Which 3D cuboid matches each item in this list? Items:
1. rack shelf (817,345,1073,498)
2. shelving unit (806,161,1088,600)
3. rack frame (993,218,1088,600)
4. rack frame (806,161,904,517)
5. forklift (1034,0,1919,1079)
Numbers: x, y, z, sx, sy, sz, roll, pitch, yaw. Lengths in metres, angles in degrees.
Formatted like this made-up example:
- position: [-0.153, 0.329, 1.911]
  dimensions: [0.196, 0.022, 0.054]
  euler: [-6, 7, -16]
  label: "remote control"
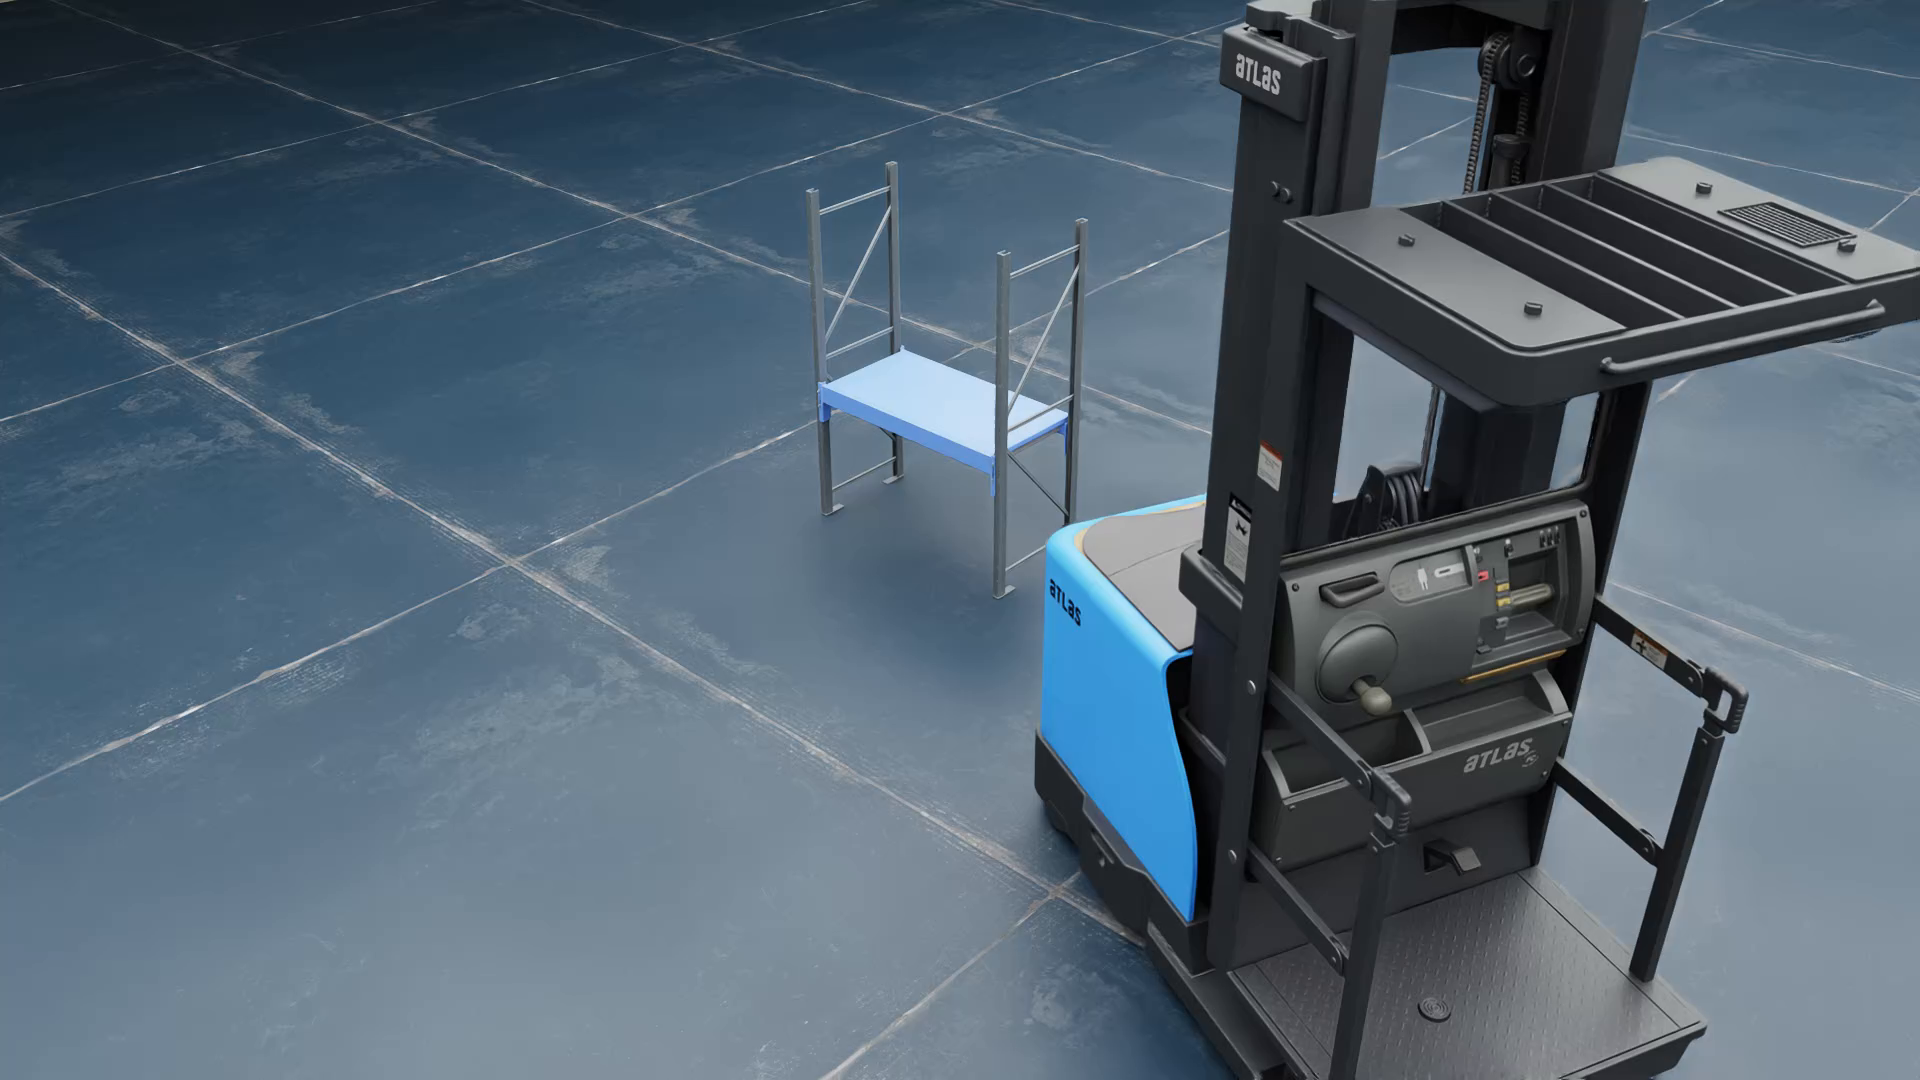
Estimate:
- position: [-0.063, -0.518, 7.005]
  dimensions: [1.000, 0.185, 0.538]
  euler: [25, 39, 35]
  label: "rack shelf"
- position: [-0.063, -0.672, 6.912]
  dimensions: [1.048, 1.500, 0.538]
  euler: [25, 39, 35]
  label: "shelving unit"
- position: [0.314, -0.496, 6.620]
  dimensions: [0.032, 1.500, 0.500]
  euler: [25, 39, 35]
  label: "rack frame"
- position: [-0.440, -0.848, 7.204]
  dimensions: [0.032, 1.500, 0.500]
  euler: [25, 39, 35]
  label: "rack frame"
- position: [1.310, 0.225, 4.035]
  dimensions: [1.130, 2.935, 3.031]
  euler: [-13, 33, -20]
  label: "forklift"
